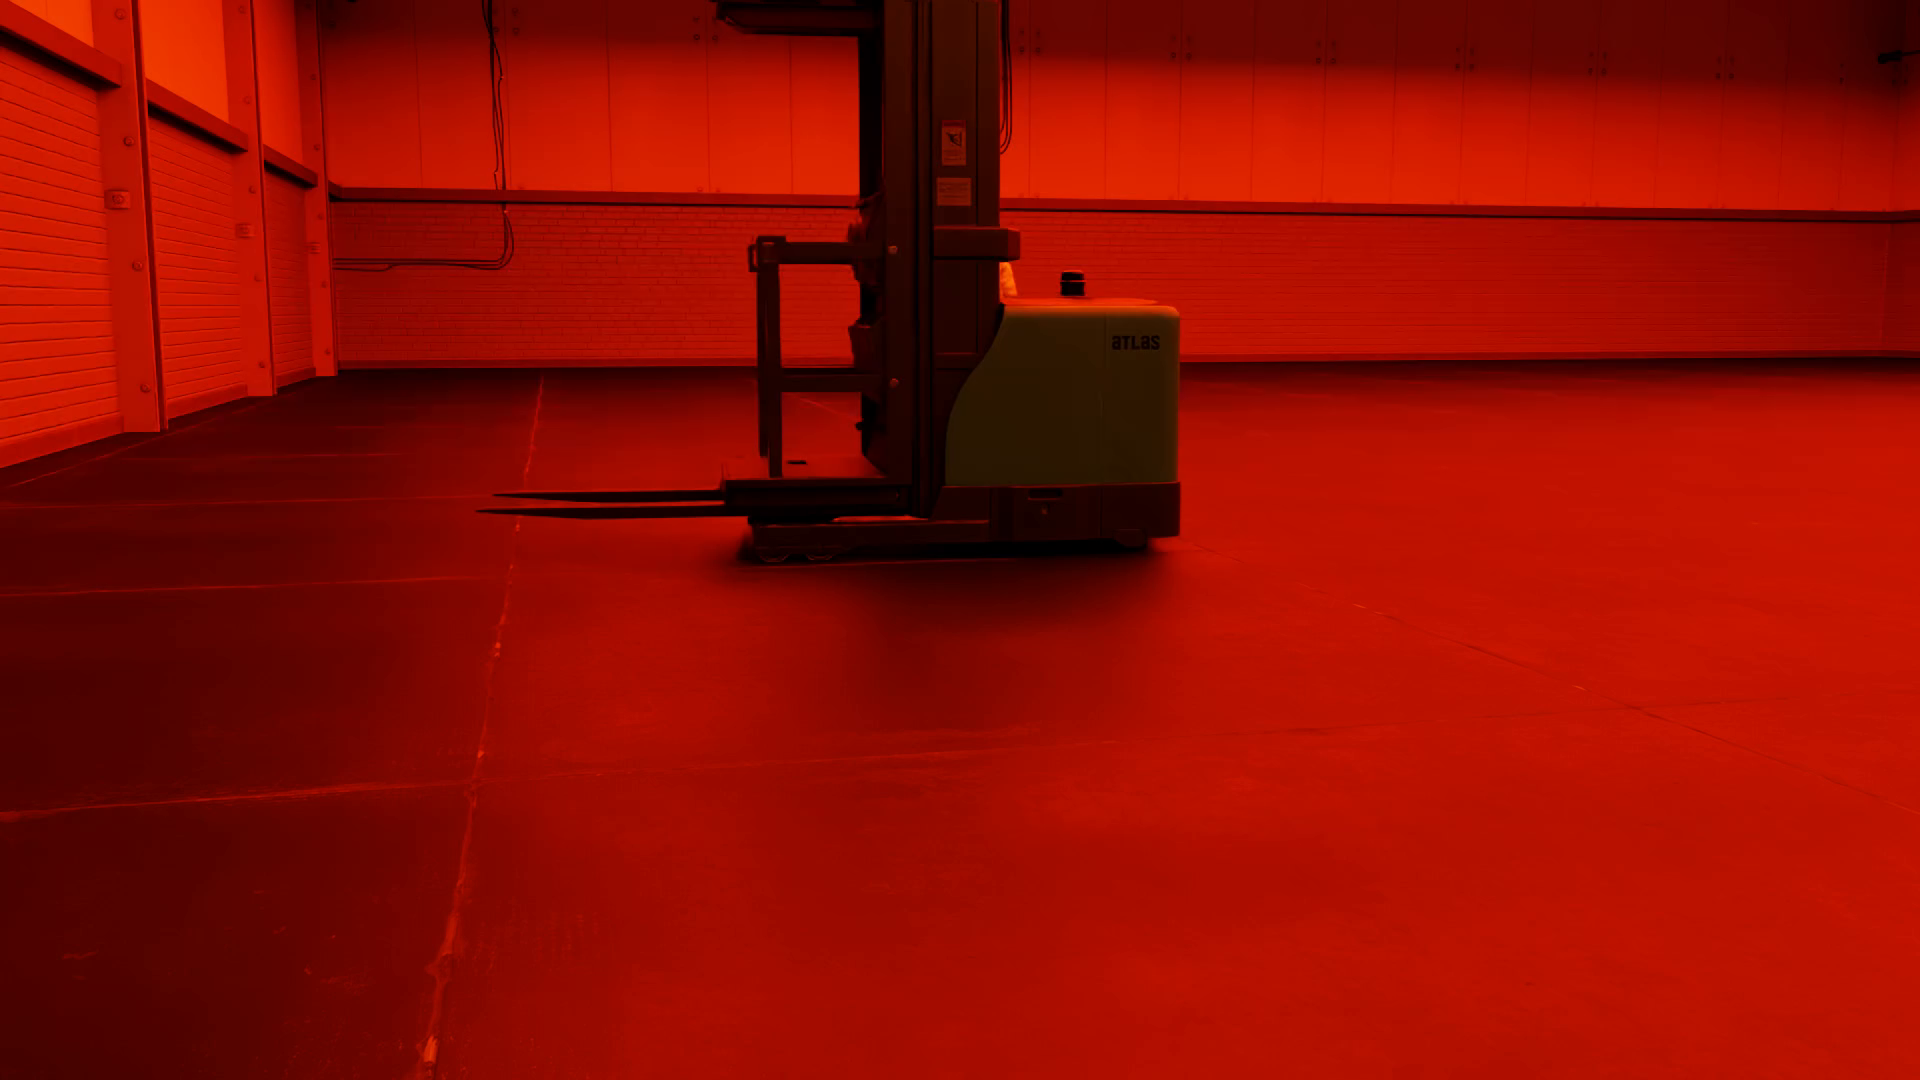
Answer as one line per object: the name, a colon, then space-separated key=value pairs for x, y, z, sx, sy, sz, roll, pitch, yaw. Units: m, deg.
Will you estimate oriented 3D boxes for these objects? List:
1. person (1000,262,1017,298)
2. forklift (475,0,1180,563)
person: x=0.133 y=-1.262 z=10.793 sx=0.530 sy=1.716 sz=0.469 roll=1 pitch=8 yaw=5
forklift: x=-0.592 y=-1.432 z=7.363 sx=3.031 sy=2.935 sz=1.130 roll=-1 pitch=8 yaw=-9
